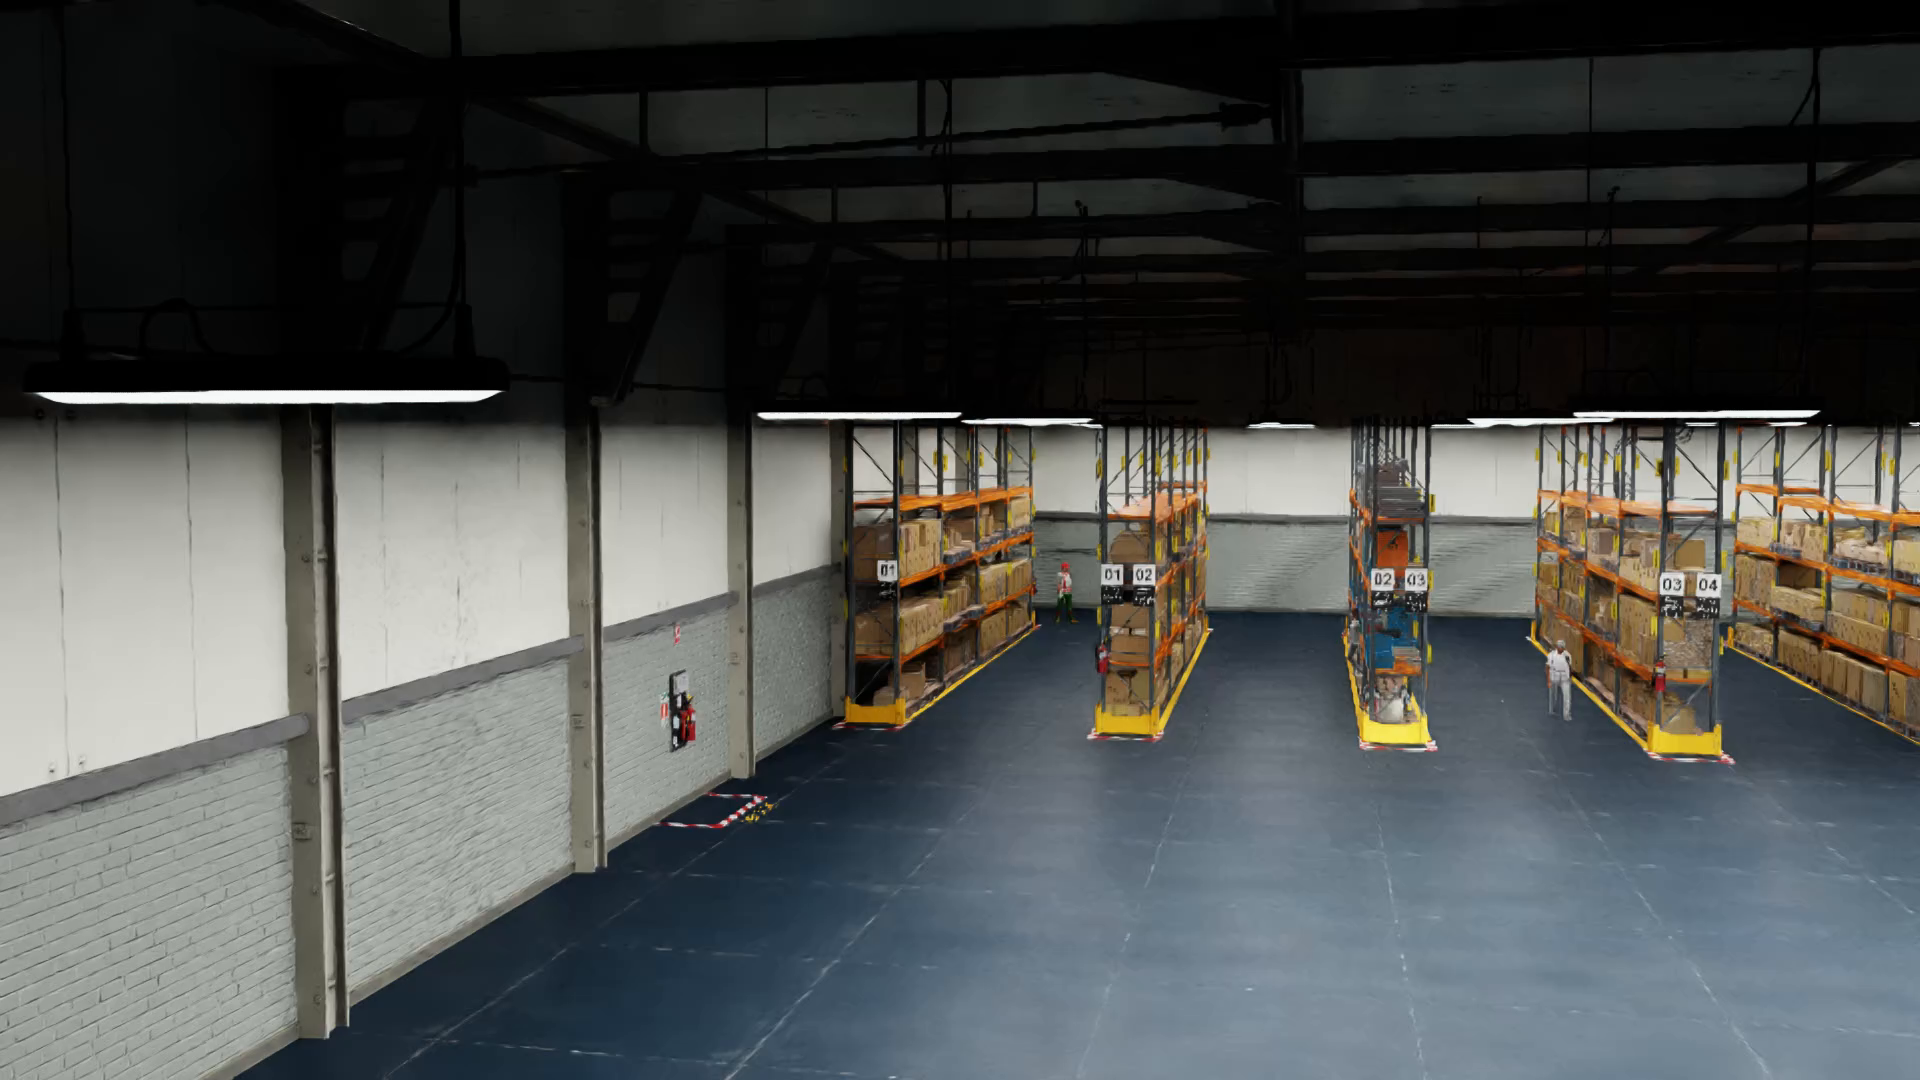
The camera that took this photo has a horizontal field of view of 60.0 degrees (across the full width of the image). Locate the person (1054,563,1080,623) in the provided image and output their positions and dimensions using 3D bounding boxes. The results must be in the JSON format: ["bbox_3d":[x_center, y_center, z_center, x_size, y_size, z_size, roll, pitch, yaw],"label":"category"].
[{"bbox_3d":[3.121,1.551,49.096,0.710,1.785,0.531,-3,5,-41],"label":"person"}]

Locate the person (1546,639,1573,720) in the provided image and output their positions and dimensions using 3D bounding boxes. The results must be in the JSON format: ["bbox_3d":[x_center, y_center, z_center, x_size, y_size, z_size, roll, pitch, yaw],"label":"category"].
[{"bbox_3d":[11.839,2.730,32.856,0.497,1.583,1.090,1,4,14],"label":"person"}]

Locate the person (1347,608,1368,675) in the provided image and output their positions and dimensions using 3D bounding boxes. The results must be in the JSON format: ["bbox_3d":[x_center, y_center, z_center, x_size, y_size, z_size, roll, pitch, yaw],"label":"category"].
[{"bbox_3d":[8.957,2.322,37.356,0.439,1.575,0.476,-2,4,-22],"label":"person"}]
